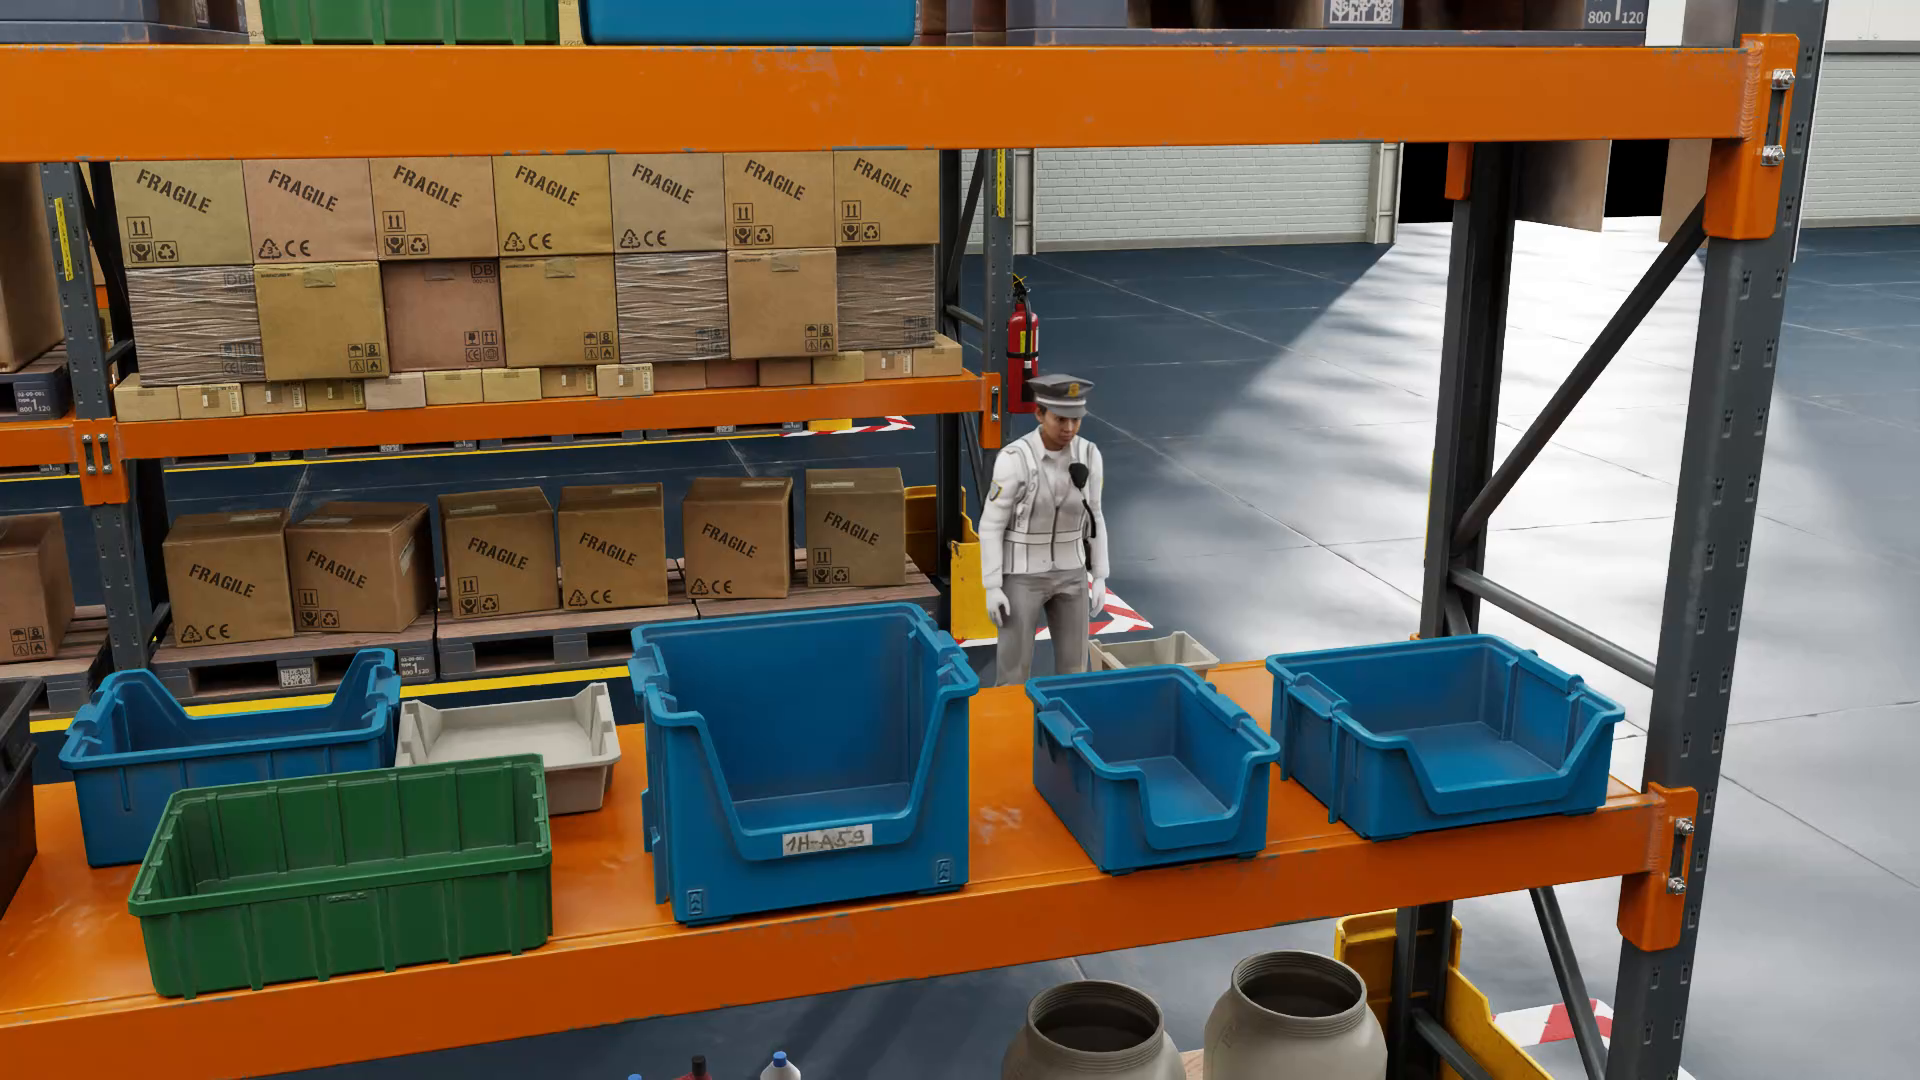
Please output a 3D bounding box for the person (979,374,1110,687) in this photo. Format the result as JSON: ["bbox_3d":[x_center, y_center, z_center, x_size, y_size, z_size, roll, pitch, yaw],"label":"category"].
[{"bbox_3d":[0.341,0.179,6.409,0.529,1.662,0.414,-5,17,-18],"label":"person"}]
